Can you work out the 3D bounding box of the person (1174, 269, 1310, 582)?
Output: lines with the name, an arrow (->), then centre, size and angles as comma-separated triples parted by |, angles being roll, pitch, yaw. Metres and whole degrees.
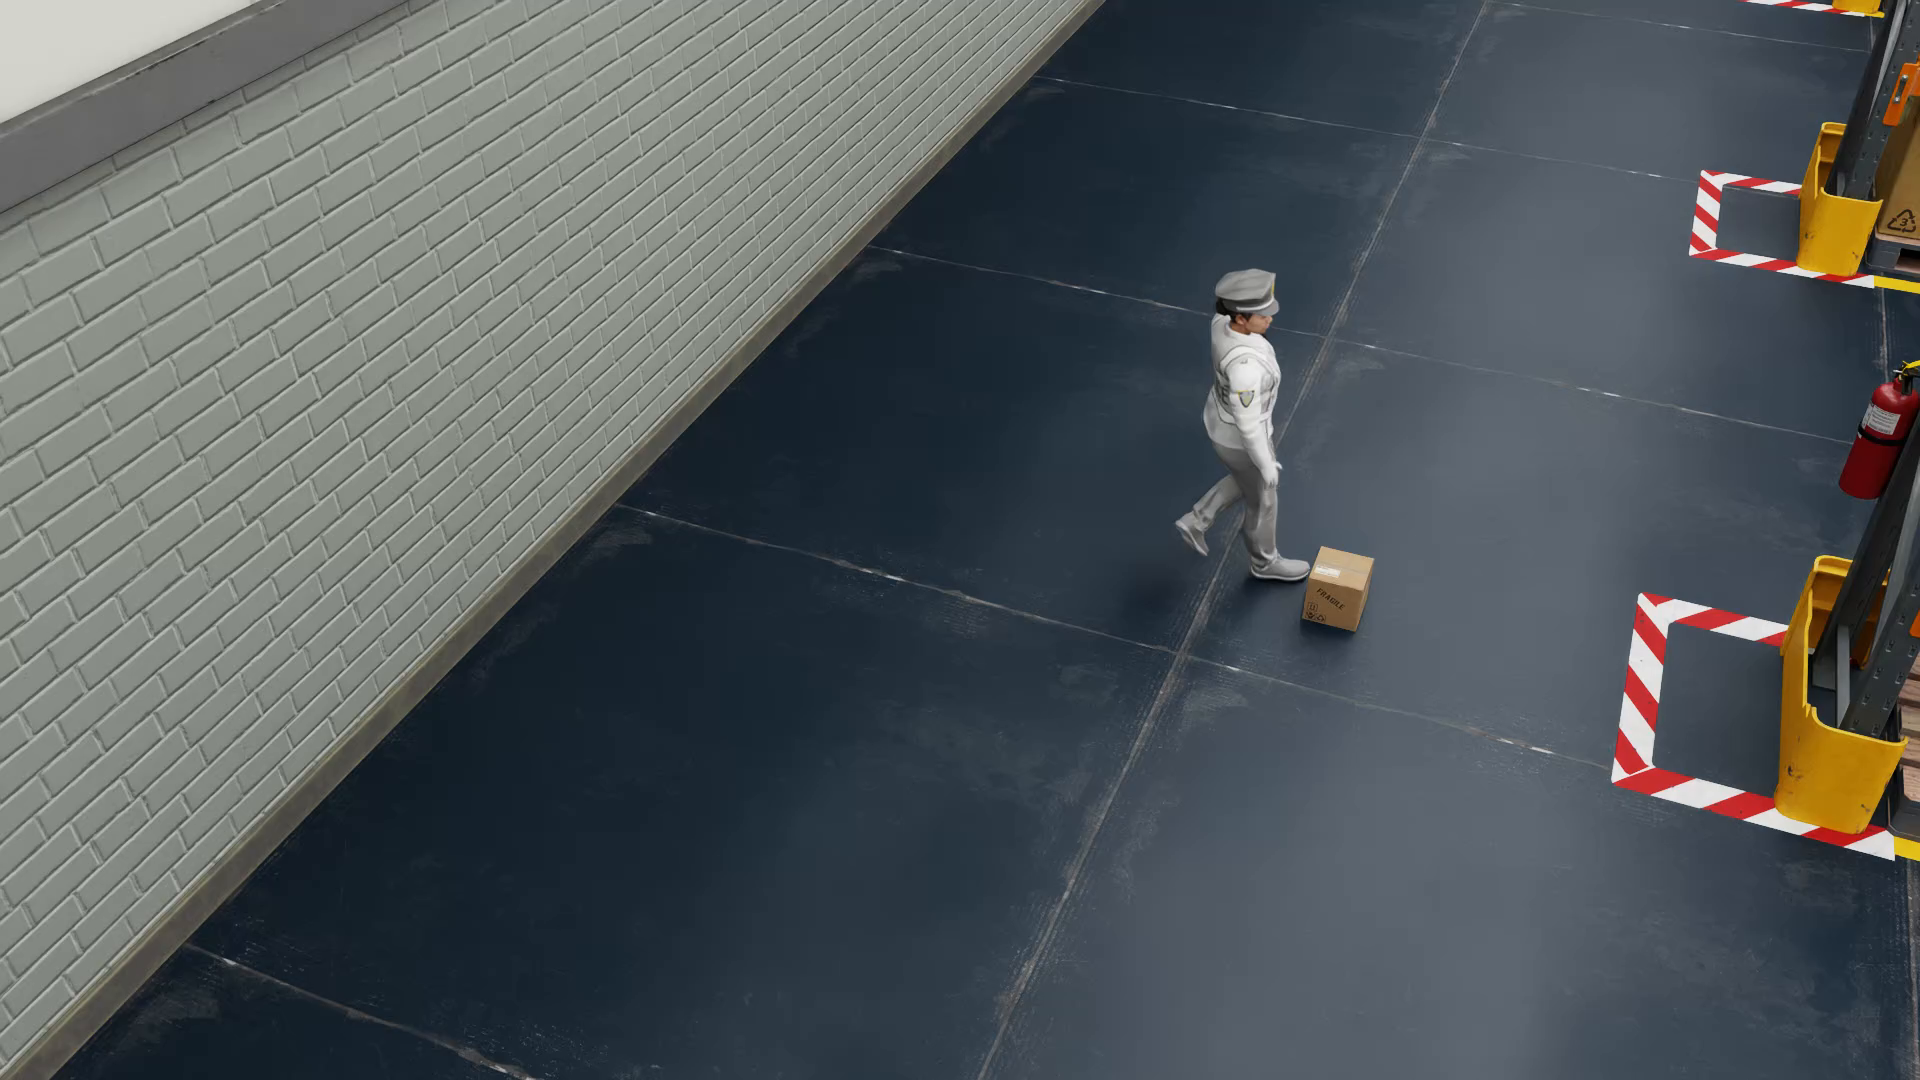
person -> 1.339, -0.475, 7.412 | 0.667, 1.653, 0.550 | -2, 38, -3
